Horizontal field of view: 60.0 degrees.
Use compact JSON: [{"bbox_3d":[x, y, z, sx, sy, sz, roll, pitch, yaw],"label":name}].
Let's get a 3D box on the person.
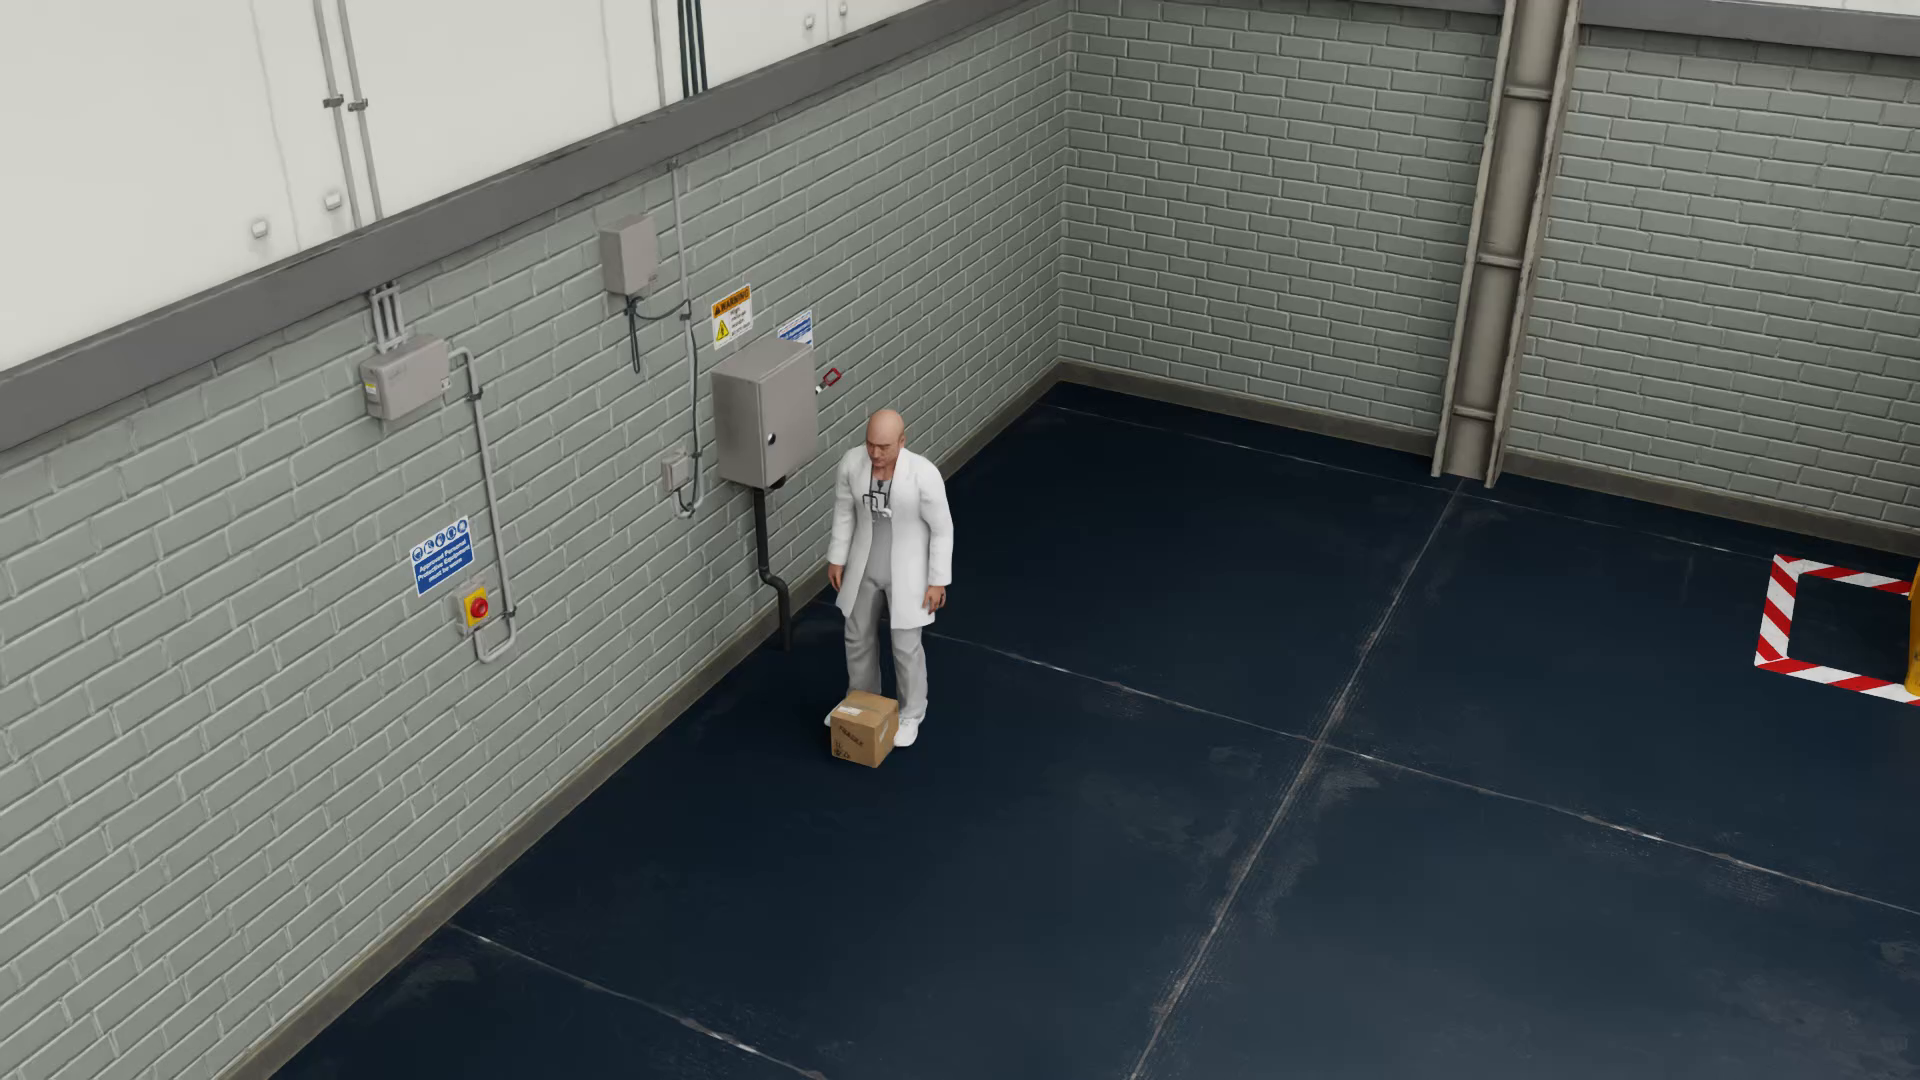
[{"bbox_3d":[-0.344,0.160,8.032,0.652,1.773,0.427,12,32,20],"label":"person"}]
